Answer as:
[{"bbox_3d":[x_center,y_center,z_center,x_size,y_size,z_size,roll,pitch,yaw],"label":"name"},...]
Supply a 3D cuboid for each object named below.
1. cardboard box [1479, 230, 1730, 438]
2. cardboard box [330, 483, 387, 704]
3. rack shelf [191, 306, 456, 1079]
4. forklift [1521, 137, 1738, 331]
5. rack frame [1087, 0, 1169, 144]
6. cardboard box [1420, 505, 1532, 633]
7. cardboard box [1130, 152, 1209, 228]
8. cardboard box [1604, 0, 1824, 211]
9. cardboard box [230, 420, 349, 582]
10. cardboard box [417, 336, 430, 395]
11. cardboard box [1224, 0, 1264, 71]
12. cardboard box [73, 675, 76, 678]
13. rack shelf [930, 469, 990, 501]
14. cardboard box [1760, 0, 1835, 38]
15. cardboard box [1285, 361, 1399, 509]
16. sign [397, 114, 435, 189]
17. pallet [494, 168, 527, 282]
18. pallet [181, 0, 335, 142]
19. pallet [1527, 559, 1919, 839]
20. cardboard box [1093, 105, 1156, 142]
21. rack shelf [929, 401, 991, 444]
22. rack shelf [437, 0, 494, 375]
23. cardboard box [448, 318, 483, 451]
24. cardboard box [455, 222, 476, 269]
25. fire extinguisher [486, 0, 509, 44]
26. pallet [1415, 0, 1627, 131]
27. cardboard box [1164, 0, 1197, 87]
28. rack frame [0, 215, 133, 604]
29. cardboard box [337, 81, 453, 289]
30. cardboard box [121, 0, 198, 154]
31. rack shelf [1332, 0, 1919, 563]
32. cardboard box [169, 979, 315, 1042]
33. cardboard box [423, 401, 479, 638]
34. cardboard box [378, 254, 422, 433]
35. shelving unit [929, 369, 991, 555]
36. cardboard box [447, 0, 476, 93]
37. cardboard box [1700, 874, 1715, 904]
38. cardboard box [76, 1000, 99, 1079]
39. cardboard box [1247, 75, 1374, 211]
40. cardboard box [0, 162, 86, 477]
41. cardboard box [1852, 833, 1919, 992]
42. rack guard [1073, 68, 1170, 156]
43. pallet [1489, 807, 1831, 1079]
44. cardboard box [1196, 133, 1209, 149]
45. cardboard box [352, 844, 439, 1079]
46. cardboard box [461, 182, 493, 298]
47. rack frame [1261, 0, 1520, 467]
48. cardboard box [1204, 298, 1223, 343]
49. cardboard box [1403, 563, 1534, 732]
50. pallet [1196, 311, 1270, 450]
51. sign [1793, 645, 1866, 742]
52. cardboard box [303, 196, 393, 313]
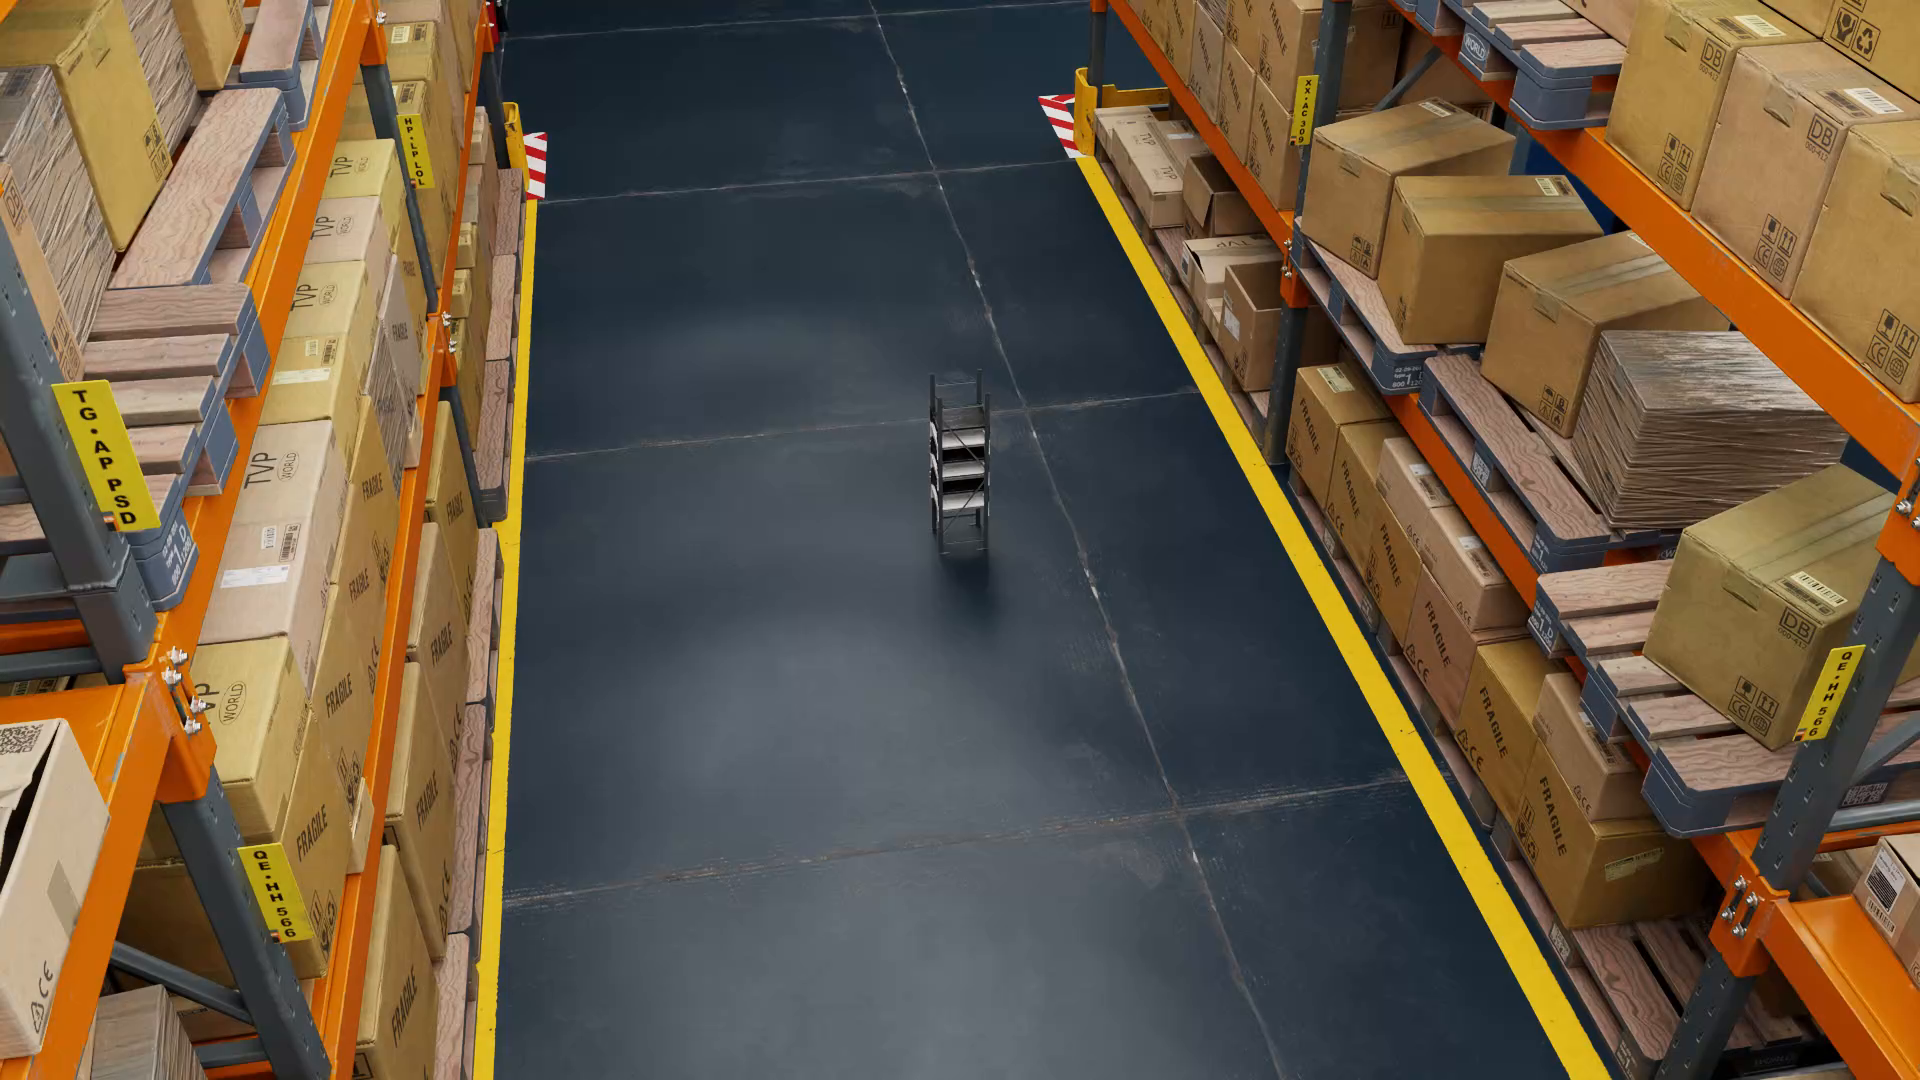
[{"bbox_3d":[2.456,-0.799,6.309,0.700,0.500,0.500,-16,41,-19],"label":"cardboard box"},{"bbox_3d":[-2.092,0.194,5.115,0.500,0.500,0.500,-6,38,-8],"label":"cardboard box"},{"bbox_3d":[-2.441,0.373,5.811,1.077,0.370,4.000,-6,38,-8],"label":"rack shelf"},{"bbox_3d":[4.446,-2.464,8.932,1.130,2.935,3.031,-9,39,-11],"label":"forklift"},{"bbox_3d":[1.384,-4.070,10.944,1.000,3.000,0.127,-6,38,-8],"label":"rack frame"},{"bbox_3d":[2.194,0.089,6.658,0.500,0.250,0.500,-7,38,-9],"label":"cardboard box"},{"bbox_3d":[1.375,-2.195,10.413,0.500,0.250,0.500,-6,38,-8],"label":"cardboard box"},{"bbox_3d":[2.496,-1.344,4.908,0.910,0.500,0.500,-6,38,-8],"label":"cardboard box"},{"bbox_3d":[-2.102,-0.092,4.872,0.500,0.250,0.500,-6,38,-8],"label":"cardboard box"},{"bbox_3d":[-2.386,-0.704,6.799,0.380,0.149,0.250,-6,38,-7],"label":"cardboard box"},{"bbox_3d":[1.649,-2.675,8.251,0.500,0.500,0.500,-7,38,-9],"label":"cardboard box"},{"bbox_3d":[-2.512,0.277,4.397,0.500,0.250,0.500,-7,38,-9],"label":"cardboard box"},{"bbox_3d":[-0.001,-0.263,7.956,0.258,0.077,0.200,-6,38,-8],"label":"rack shelf"},{"bbox_3d":[2.537,-1.737,4.599,0.500,0.500,0.500,-6,38,-8],"label":"cardboard box"},{"bbox_3d":[1.930,-0.522,8.056,0.500,0.500,0.500,-8,39,-10],"label":"cardboard box"},{"bbox_3d":[-2.259,-1.609,6.897,0.100,0.325,0.005,-6,38,-8],"label":"sign"},{"bbox_3d":[-3.275,-1.959,10.500,1.003,0.211,1.213,-6,38,-8],"label":"pallet"},{"bbox_3d":[-2.582,-1.679,5.577,0.805,0.209,1.217,-8,39,-10],"label":"pallet"},{"bbox_3d":[2.598,0.436,5.300,1.213,0.211,1.003,-6,38,-8],"label":"pallet"},{"bbox_3d":[1.119,-2.828,11.310,0.380,0.149,0.250,-6,38,-8],"label":"cardboard box"},{"bbox_3d":[-0.001,-0.547,7.735,0.258,0.077,0.200,-6,38,-8],"label":"rack shelf"},{"bbox_3d":[-3.142,-2.043,8.921,1.077,0.370,4.000,-6,38,-8],"label":"rack shelf"},{"bbox_3d":[-2.821,-0.760,8.379,0.700,0.500,0.500,-6,38,-7],"label":"cardboard box"},{"bbox_3d":[-2.794,-1.558,8.877,0.380,0.149,0.250,-7,38,-9],"label":"cardboard box"},{"bbox_3d":[-3.065,-3.498,10.574,0.296,0.674,0.183,-6,38,-8],"label":"fire extinguisher"},{"bbox_3d":[2.315,-1.737,5.648,1.213,0.211,1.003,-6,38,-8],"label":"pallet"},{"bbox_3d":[1.469,-2.896,9.352,0.500,0.500,0.500,-6,38,-7],"label":"cardboard box"},{"bbox_3d":[-2.090,-1.072,2.195,1.000,3.000,0.127,-6,38,-8],"label":"rack frame"},{"bbox_3d":[-2.870,-1.567,7.477,0.980,0.700,0.700,-6,38,-7],"label":"cardboard box"},{"bbox_3d":[-2.559,-1.334,4.538,0.700,0.500,0.500,-6,38,-8],"label":"cardboard box"},{"bbox_3d":[2.436,-1.346,5.579,1.077,0.370,4.000,-6,38,-8],"label":"rack shelf"},{"bbox_3d":[-1.920,1.165,4.394,0.380,0.149,0.250,-7,38,-9],"label":"cardboard box"},{"bbox_3d":[-2.549,-0.057,7.188,0.750,0.750,0.750,-6,38,-7],"label":"cardboard box"},{"bbox_3d":[-2.363,-0.725,6.298,0.500,0.500,0.500,-6,38,-8],"label":"cardboard box"},{"bbox_3d":[-0.001,-0.360,7.880,0.258,0.900,0.210,-6,38,-8],"label":"shelving unit"},{"bbox_3d":[-3.255,-2.908,9.204,0.980,0.700,0.700,-7,38,-8],"label":"cardboard box"},{"bbox_3d":[2.890,0.954,6.155,0.500,0.500,0.500,-8,38,-10],"label":"cardboard box"},{"bbox_3d":[-2.000,1.033,3.406,0.380,0.149,0.250,-11,39,-14],"label":"cardboard box"},{"bbox_3d":[1.745,-1.968,8.156,0.500,0.500,0.500,-6,38,-7],"label":"cardboard box"},{"bbox_3d":[-2.230,-0.382,3.311,0.700,0.500,0.500,-9,39,-12],"label":"cardboard box"},{"bbox_3d":[2.807,1.022,4.462,0.500,0.311,0.500,-4,38,-5],"label":"cardboard box"},{"bbox_3d":[1.397,-3.037,11.651,1.175,0.500,0.348,-6,38,-8],"label":"rack guard"},{"bbox_3d":[2.693,1.408,6.165,1.003,0.211,1.213,-6,38,-8],"label":"pallet"},{"bbox_3d":[1.704,-2.568,10.962,0.380,0.166,0.250,-6,38,-8],"label":"cardboard box"},{"bbox_3d":[-2.090,1.522,5.156,0.750,0.750,0.750,-7,38,-9],"label":"cardboard box"},{"bbox_3d":[-3.095,-1.695,9.583,0.700,0.500,0.500,-7,38,-9],"label":"cardboard box"},{"bbox_3d":[2.085,-1.654,7.834,1.000,3.000,0.127,-6,38,-8],"label":"rack frame"},{"bbox_3d":[1.581,-1.235,9.260,0.380,0.149,0.250,-6,38,-8],"label":"cardboard box"},{"bbox_3d":[2.203,0.407,6.860,0.500,0.500,0.500,-8,38,-10],"label":"cardboard box"},{"bbox_3d":[1.966,-0.967,9.223,1.003,0.211,1.213,-6,38,-8],"label":"pallet"},{"bbox_3d":[2.254,0.400,4.310,0.100,0.325,0.005,-6,38,-8],"label":"sign"},{"bbox_3d":[-2.377,-1.015,6.060,0.500,0.250,0.500,-5,38,-7],"label":"cardboard box"}]
